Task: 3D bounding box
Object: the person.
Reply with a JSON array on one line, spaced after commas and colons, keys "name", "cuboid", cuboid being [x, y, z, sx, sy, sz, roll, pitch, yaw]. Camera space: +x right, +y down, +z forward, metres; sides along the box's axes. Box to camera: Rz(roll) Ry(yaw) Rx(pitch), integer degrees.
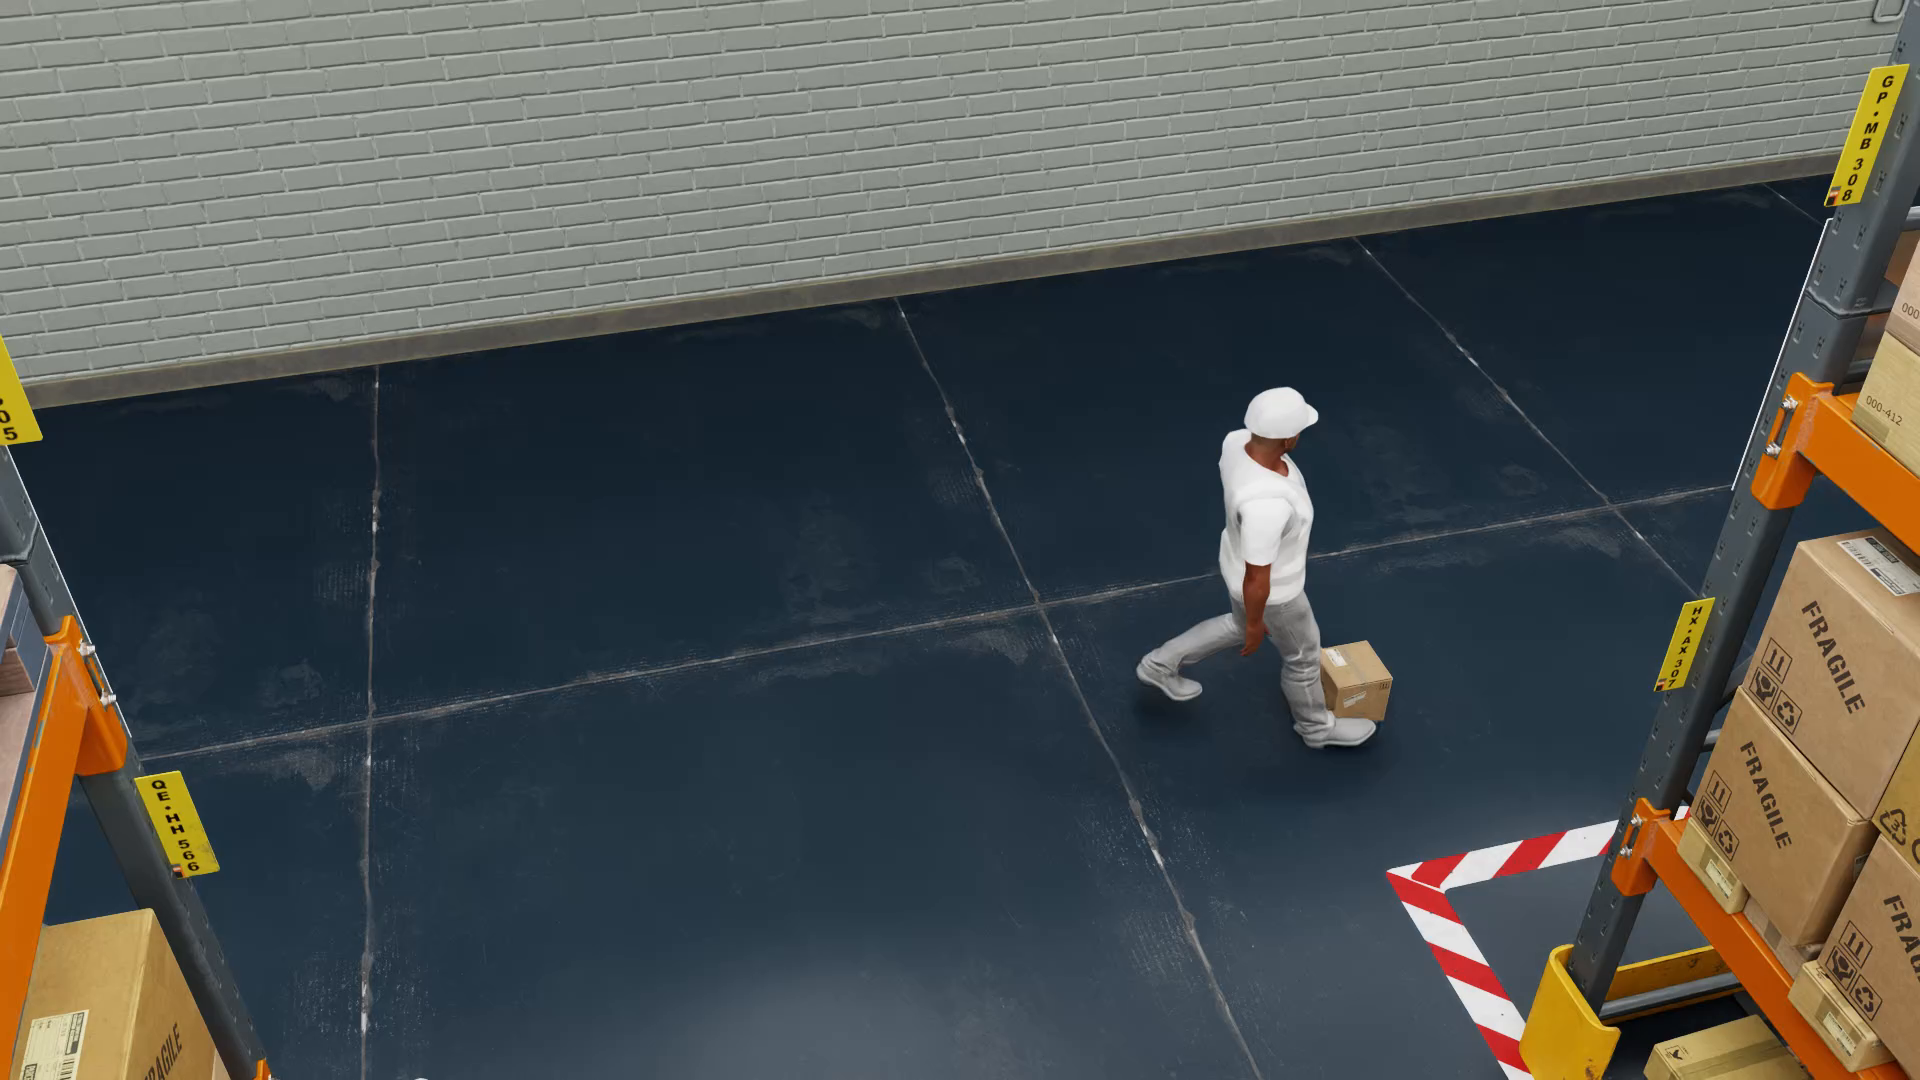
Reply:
[{"name": "person", "cuboid": [1.248, 0.122, 6.581, 0.986, 1.730, 0.588, -2, 38, -3]}]
